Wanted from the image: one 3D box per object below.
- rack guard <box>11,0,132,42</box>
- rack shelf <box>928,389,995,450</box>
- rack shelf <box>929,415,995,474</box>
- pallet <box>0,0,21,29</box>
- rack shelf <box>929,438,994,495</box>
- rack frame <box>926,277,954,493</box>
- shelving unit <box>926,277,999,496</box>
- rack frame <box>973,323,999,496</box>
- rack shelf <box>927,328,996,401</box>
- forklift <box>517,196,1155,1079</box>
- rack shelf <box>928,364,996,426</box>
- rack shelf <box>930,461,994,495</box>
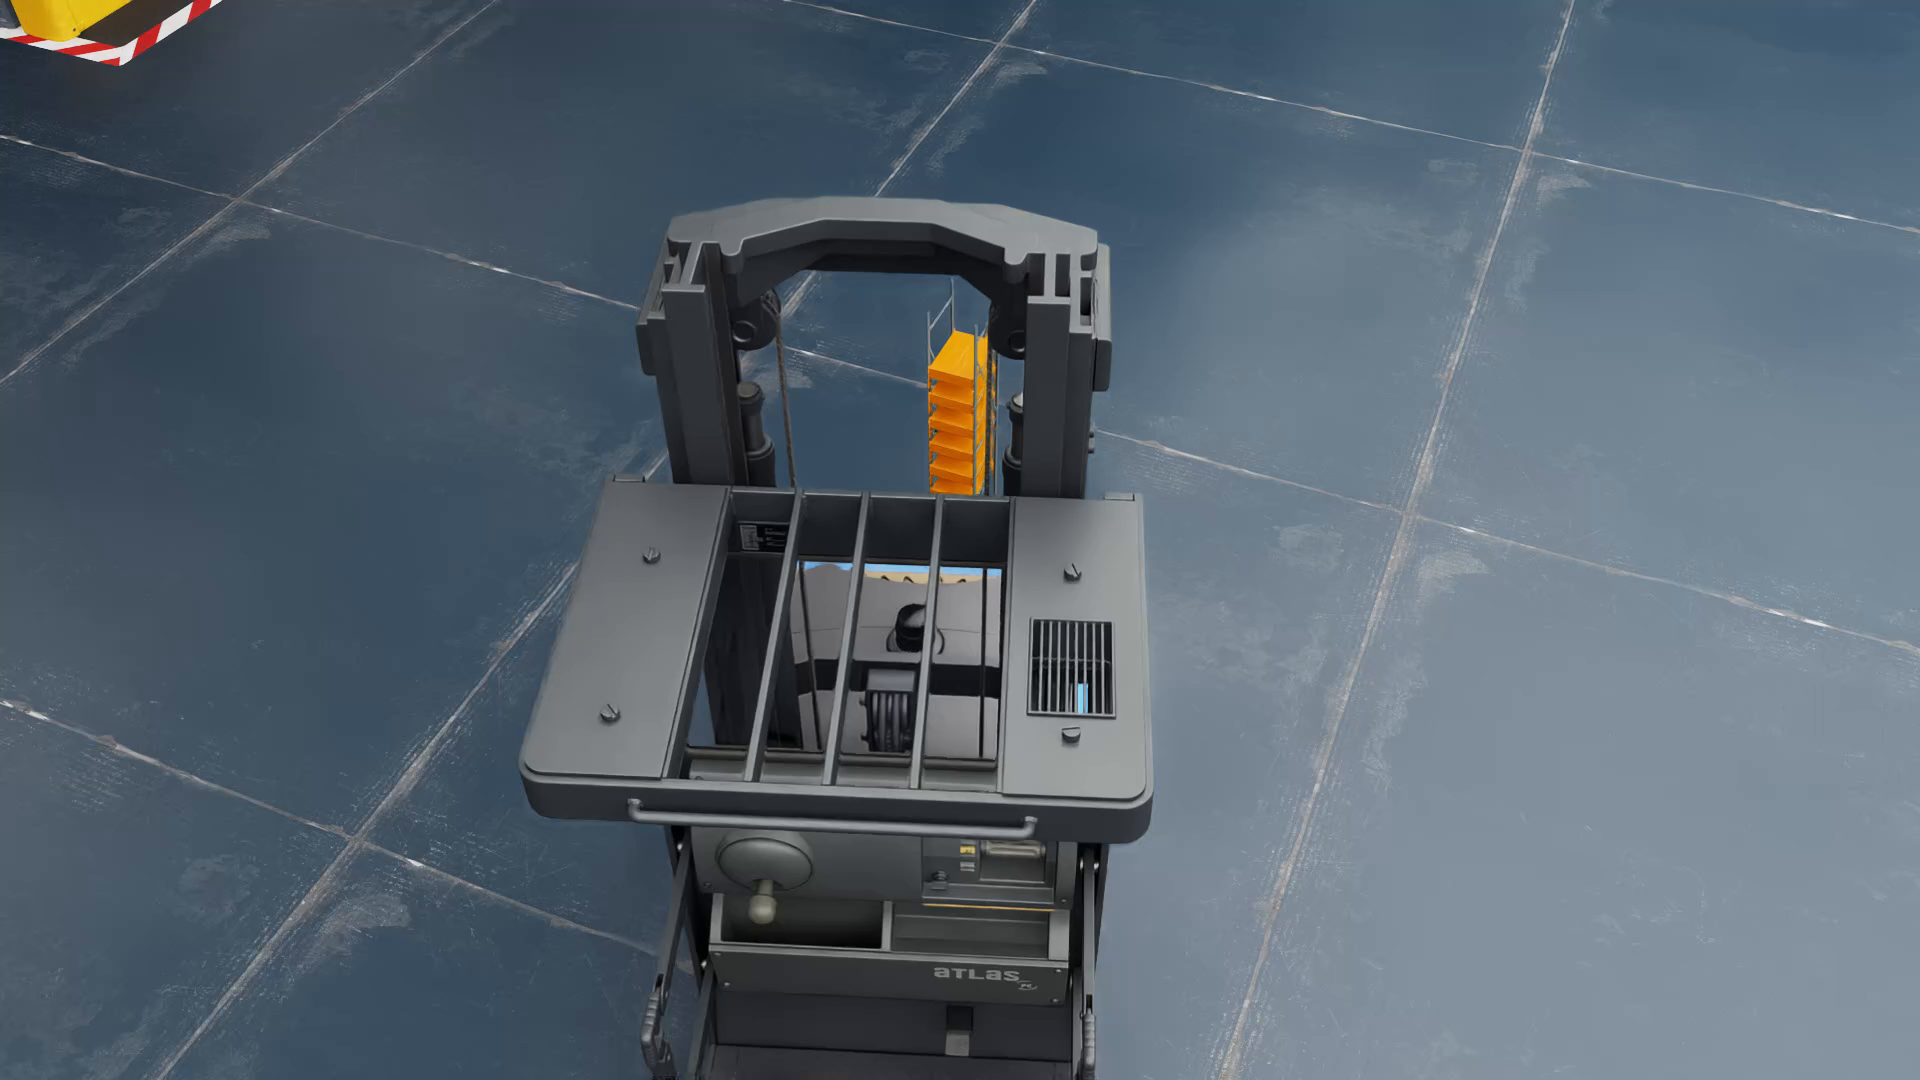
[{"bbox_3d":[-5.126,-3.483,9.896,0.348,0.500,1.175,16,47,16],"label":"rack guard"},{"bbox_3d":[0.013,-0.475,6.270,0.180,0.103,0.258,16,47,16],"label":"rack shelf"},{"bbox_3d":[0.013,-0.390,6.354,0.180,0.103,0.258,16,47,16],"label":"rack shelf"},{"bbox_3d":[-5.917,-3.553,10.171,1.213,0.211,1.003,16,47,16],"label":"pallet"},{"bbox_3d":[0.013,-0.305,6.439,0.180,0.103,0.258,16,47,16],"label":"rack shelf"},{"bbox_3d":[-0.071,-0.446,6.348,0.006,1.200,0.240,16,47,16],"label":"rack frame"},{"bbox_3d":[0.013,-0.421,6.323,0.189,1.200,0.258,16,47,16],"label":"shelving unit"},{"bbox_3d":[0.098,-0.397,6.298,0.006,1.200,0.240,16,47,16],"label":"rack frame"},{"bbox_3d":[0.013,-0.645,6.100,0.180,0.103,0.258,16,47,16],"label":"rack shelf"},{"bbox_3d":[-0.192,0.829,3.839,1.130,2.935,3.031,2,45,2],"label":"forklift"},{"bbox_3d":[0.013,-0.560,6.185,0.180,0.103,0.258,16,47,16],"label":"rack shelf"},{"bbox_3d":[0.013,-0.220,6.523,0.180,0.103,0.258,16,47,16],"label":"rack shelf"}]
